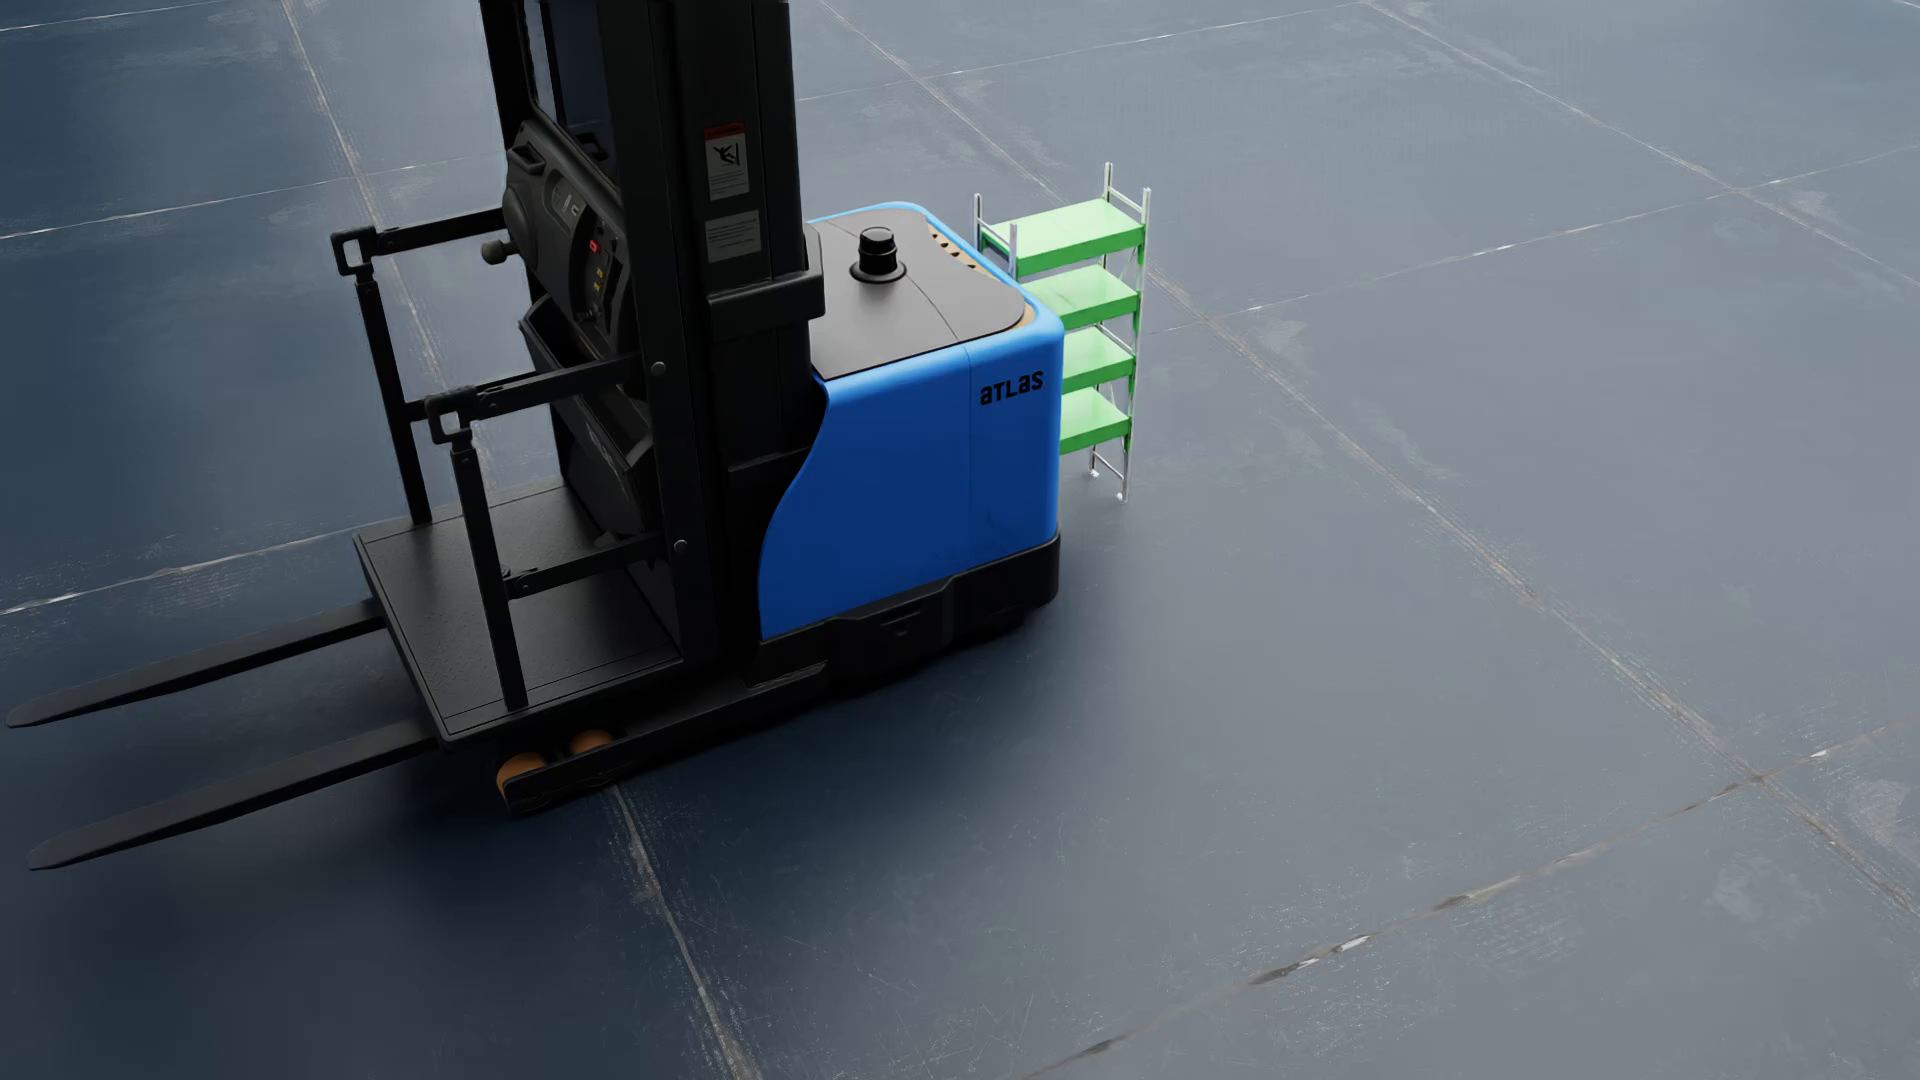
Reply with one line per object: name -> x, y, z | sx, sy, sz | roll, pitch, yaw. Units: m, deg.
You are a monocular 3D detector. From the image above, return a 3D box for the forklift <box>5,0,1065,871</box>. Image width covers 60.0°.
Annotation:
forklift -> -1.219, -0.771, 4.329 | 3.031, 2.935, 1.130 | -18, 40, -23

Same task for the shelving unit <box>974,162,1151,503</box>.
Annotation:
shelving unit -> 0.322, -0.606, 5.560 | 0.503, 1.200, 0.258 | -18, 40, -23

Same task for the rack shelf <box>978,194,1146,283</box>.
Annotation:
rack shelf -> 0.322, -0.940, 5.312 | 0.480, 0.148, 0.258 | -18, 40, -23

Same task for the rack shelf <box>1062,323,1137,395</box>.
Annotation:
rack shelf -> 0.322, -0.555, 5.598 | 0.480, 0.148, 0.258 | -18, 40, -23

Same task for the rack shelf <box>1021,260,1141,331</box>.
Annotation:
rack shelf -> 0.322, -0.747, 5.455 | 0.480, 0.148, 0.258 | -18, 40, -23

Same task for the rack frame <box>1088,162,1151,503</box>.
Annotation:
rack frame -> 0.535, -0.677, 5.656 | 0.015, 1.200, 0.240 | -18, 40, -23

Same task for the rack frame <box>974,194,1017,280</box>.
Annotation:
rack frame -> 0.109, -0.535, 5.464 | 0.015, 1.200, 0.240 | -18, 40, -23

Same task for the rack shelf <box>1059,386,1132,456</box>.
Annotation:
rack shelf -> 0.322, -0.362, 5.741 | 0.480, 0.148, 0.258 | -18, 40, -23
